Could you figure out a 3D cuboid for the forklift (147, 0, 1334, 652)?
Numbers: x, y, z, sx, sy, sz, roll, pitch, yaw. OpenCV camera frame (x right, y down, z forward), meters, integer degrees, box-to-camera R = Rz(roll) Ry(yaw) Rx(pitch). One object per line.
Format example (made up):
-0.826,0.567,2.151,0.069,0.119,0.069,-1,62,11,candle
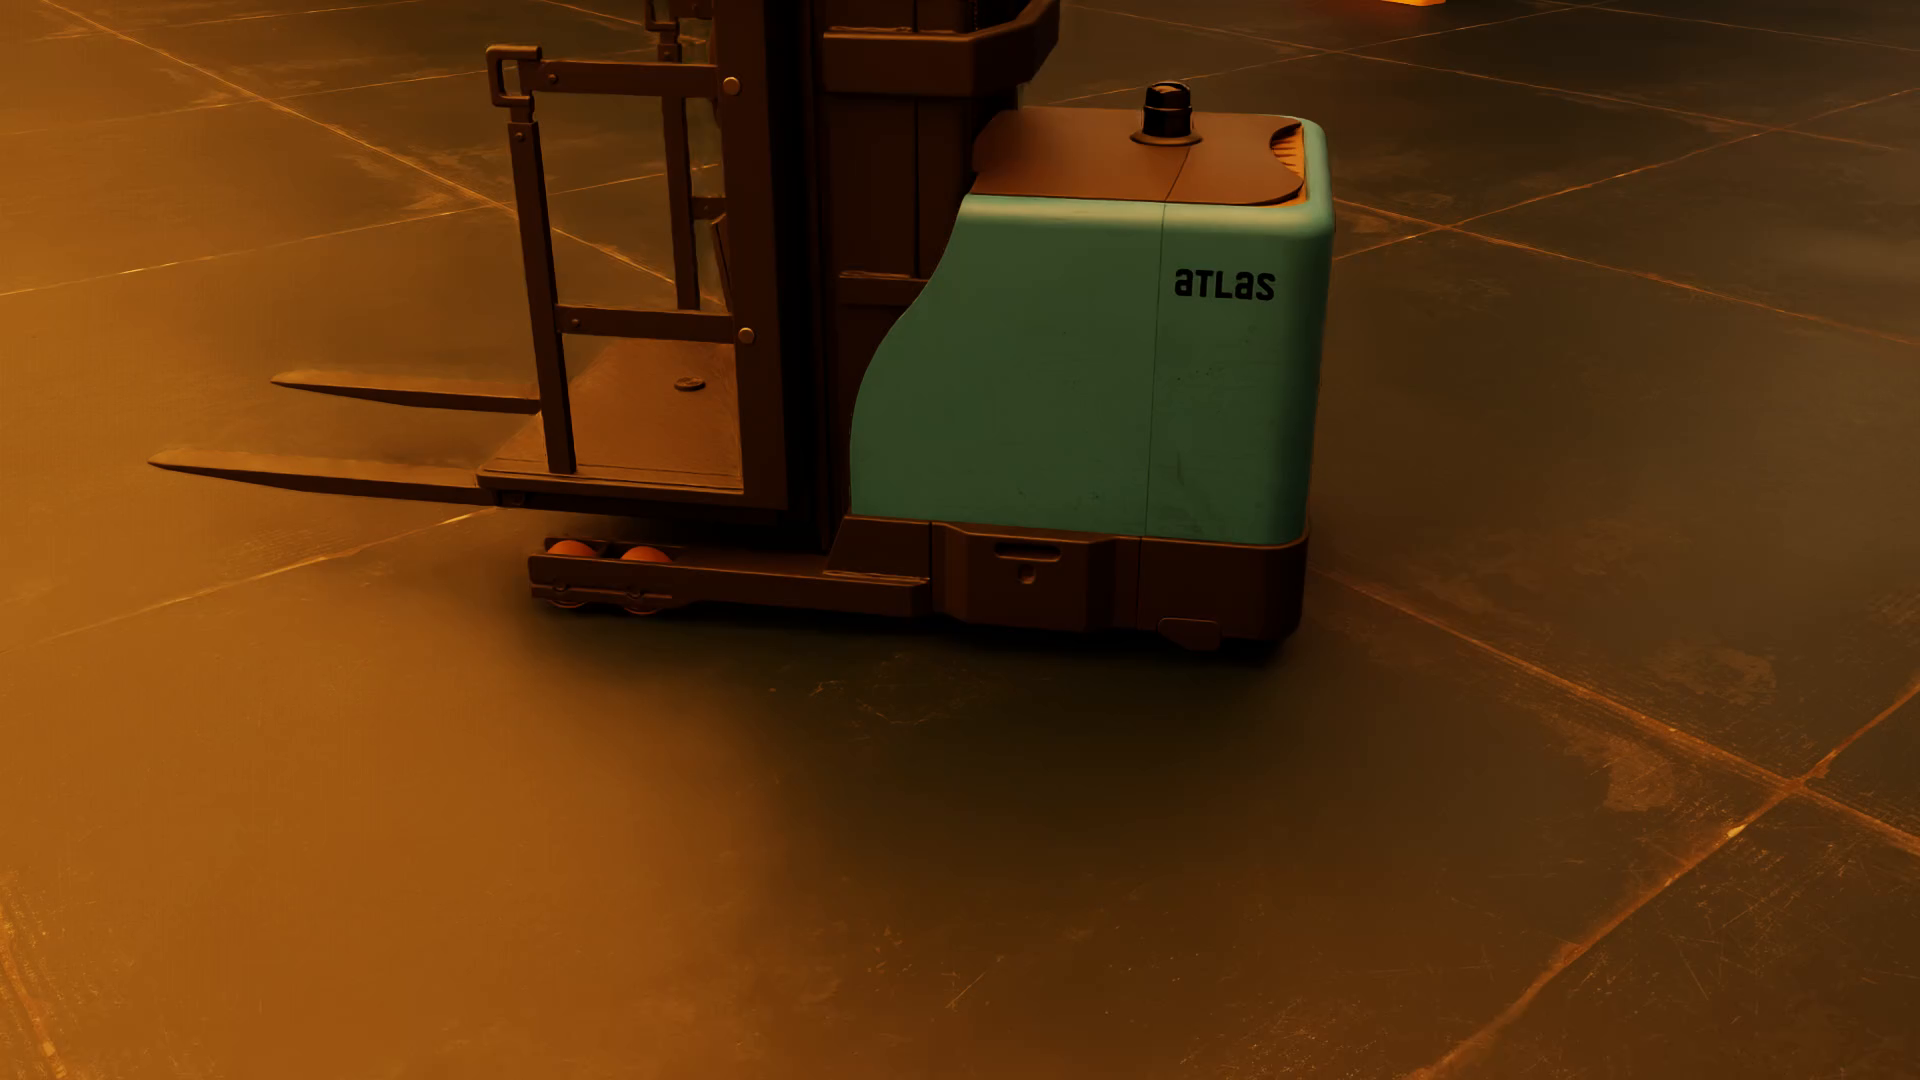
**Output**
-0.615,-1.353,3.929,3.031,2.935,1.130,4,27,9,forklift
